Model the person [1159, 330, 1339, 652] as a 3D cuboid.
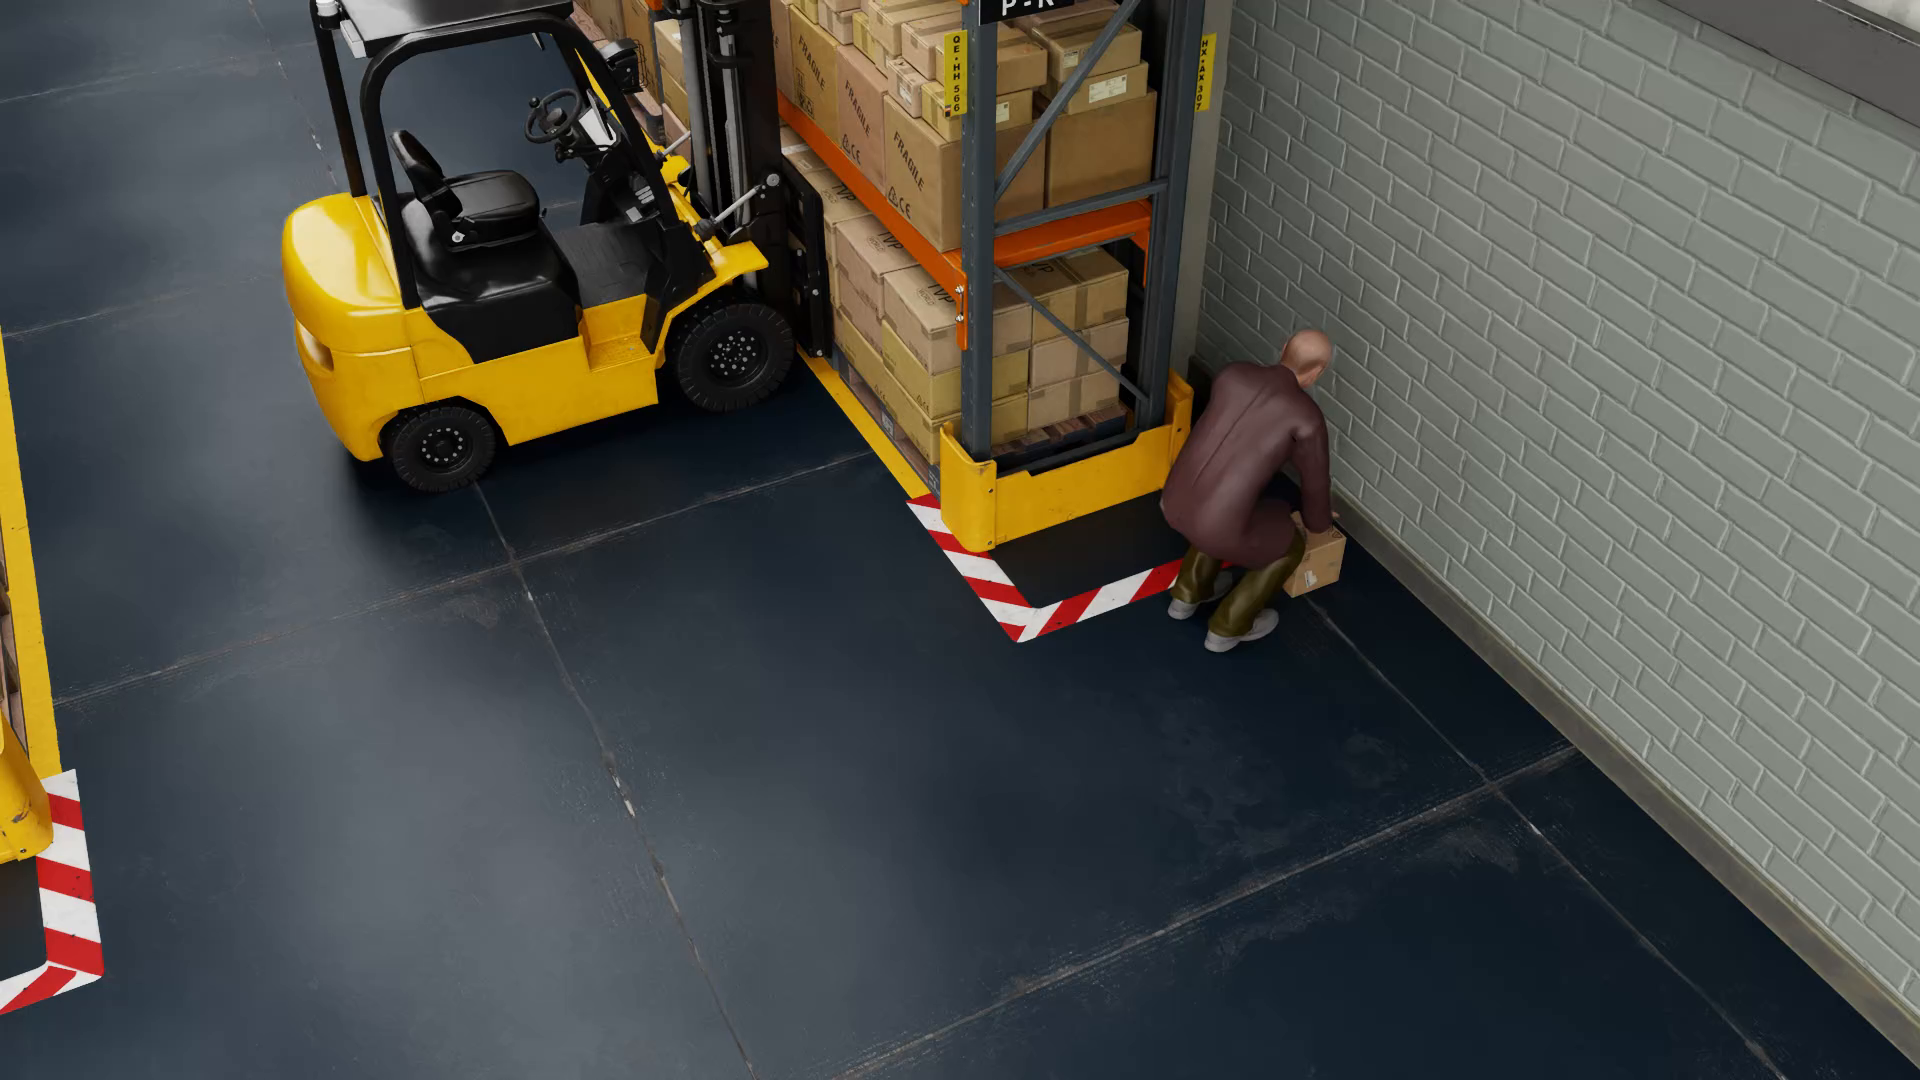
[{"bbox_3d":[1.147,-0.200,6.770,0.780,1.301,0.633,-24,46,-26],"label":"person"}]
